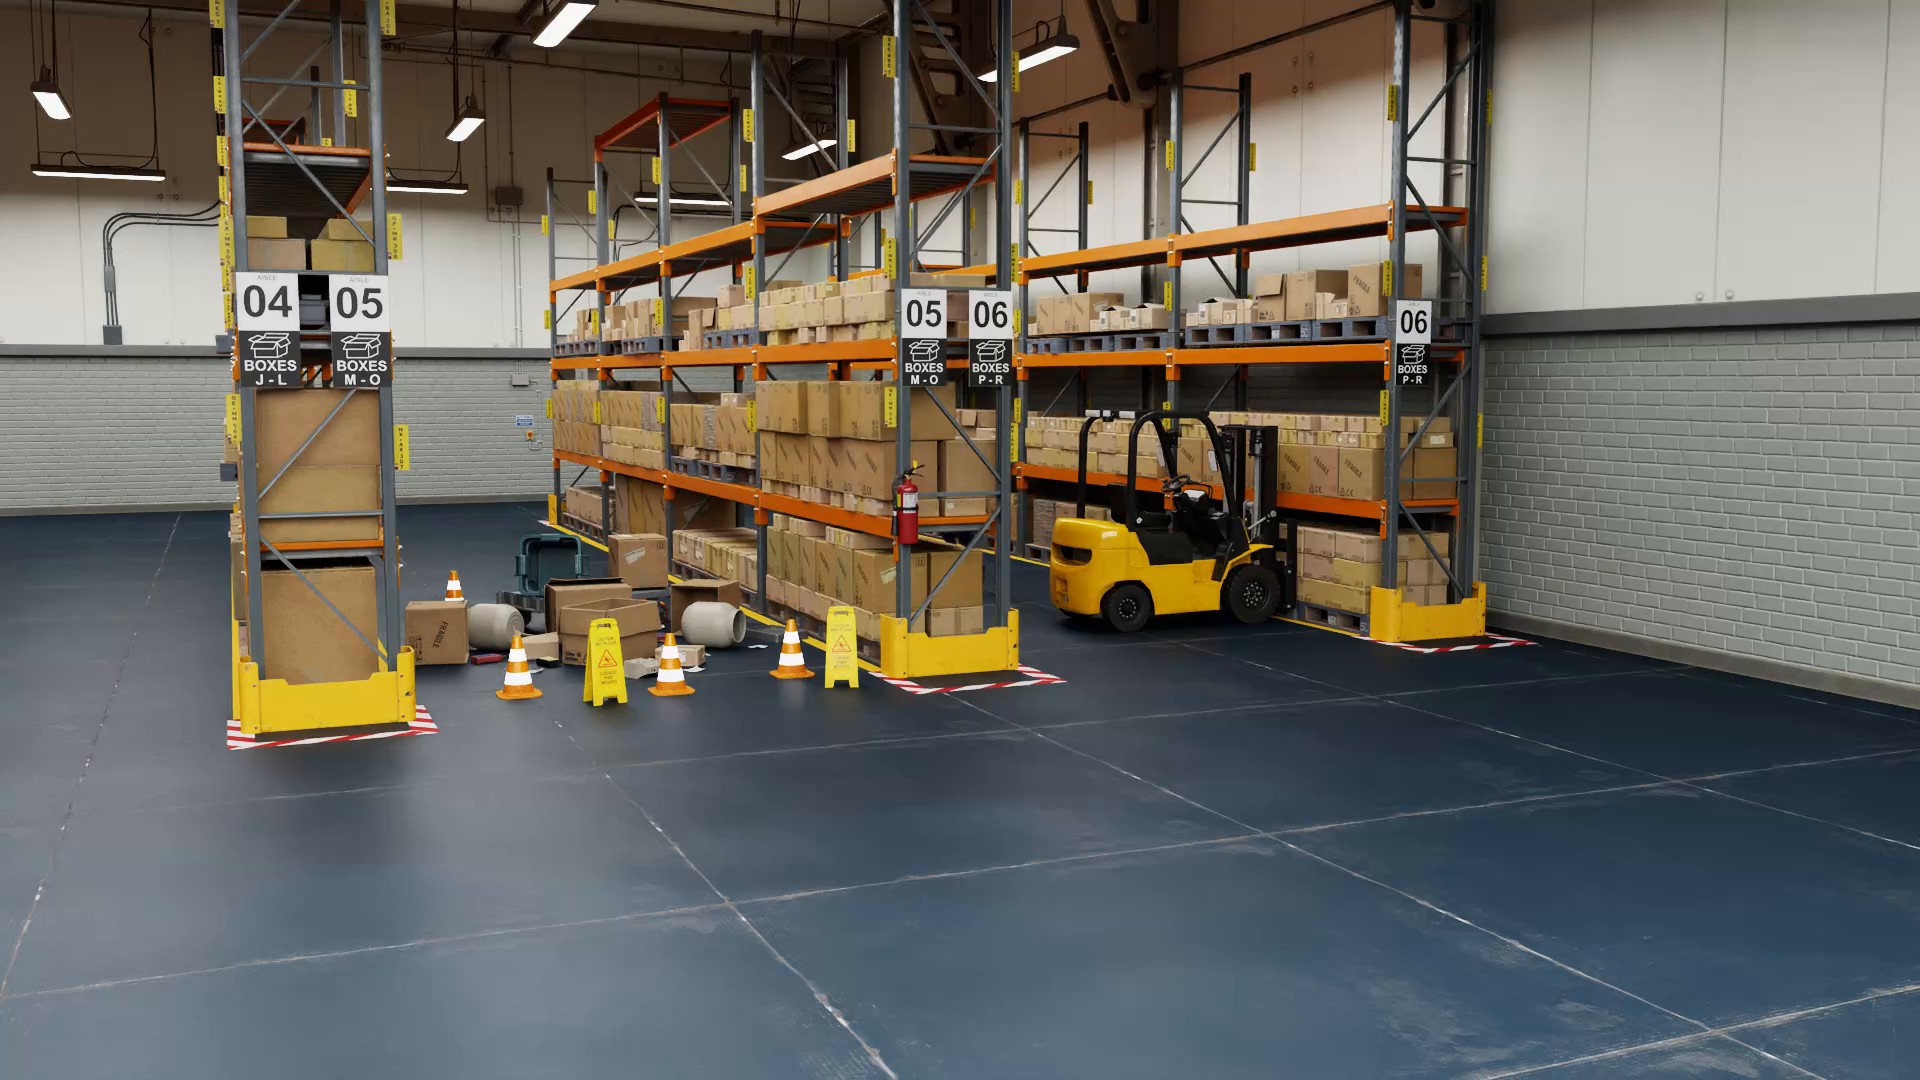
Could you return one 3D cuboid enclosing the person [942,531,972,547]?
[{"bbox_3d":[-0.011,-0.274,19.716,0.491,1.649,0.465,-3,6,-27],"label":"person"}]
